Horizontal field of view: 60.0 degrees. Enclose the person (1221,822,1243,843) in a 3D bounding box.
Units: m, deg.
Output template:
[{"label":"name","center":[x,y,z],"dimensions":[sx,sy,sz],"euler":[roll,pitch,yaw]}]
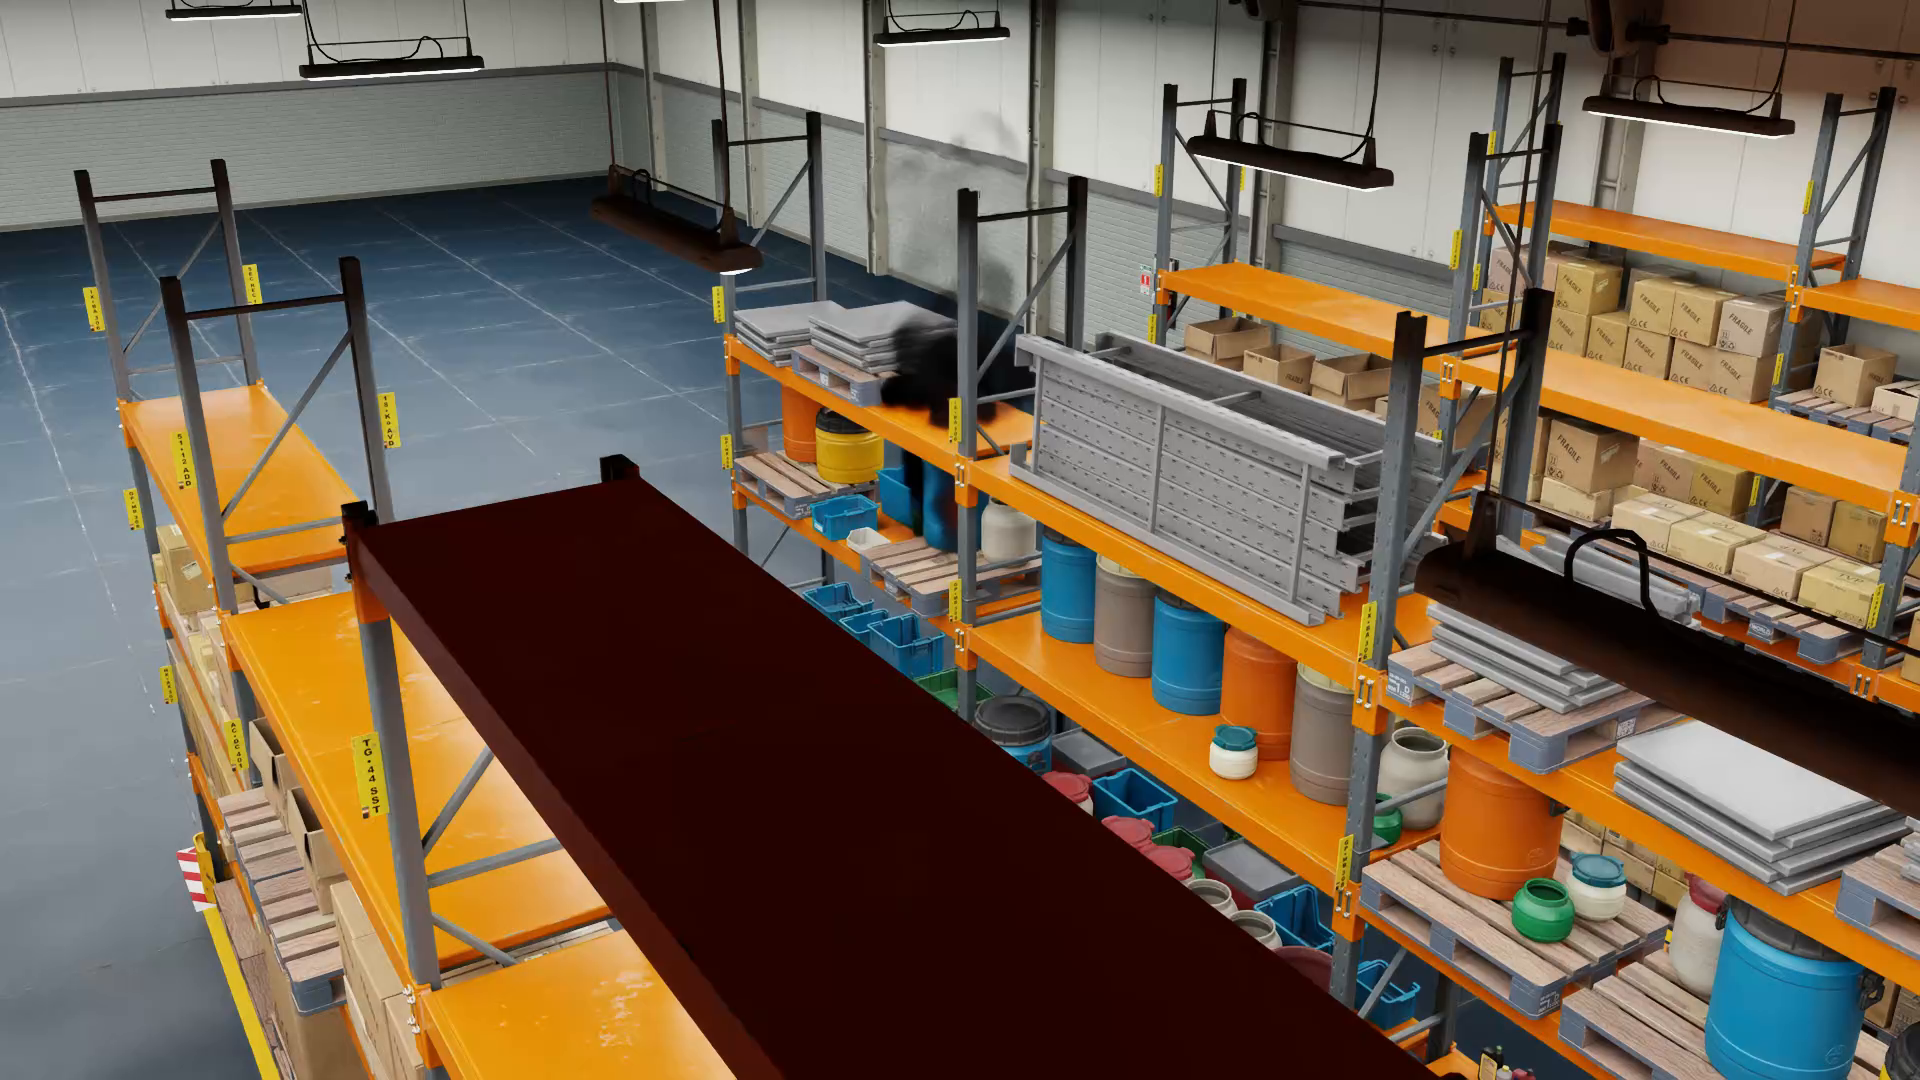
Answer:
[{"label":"person","center":[2.312,1.806,13.787],"dimensions":[0.648,1.813,0.642],"euler":[-15,26,-33]}]
